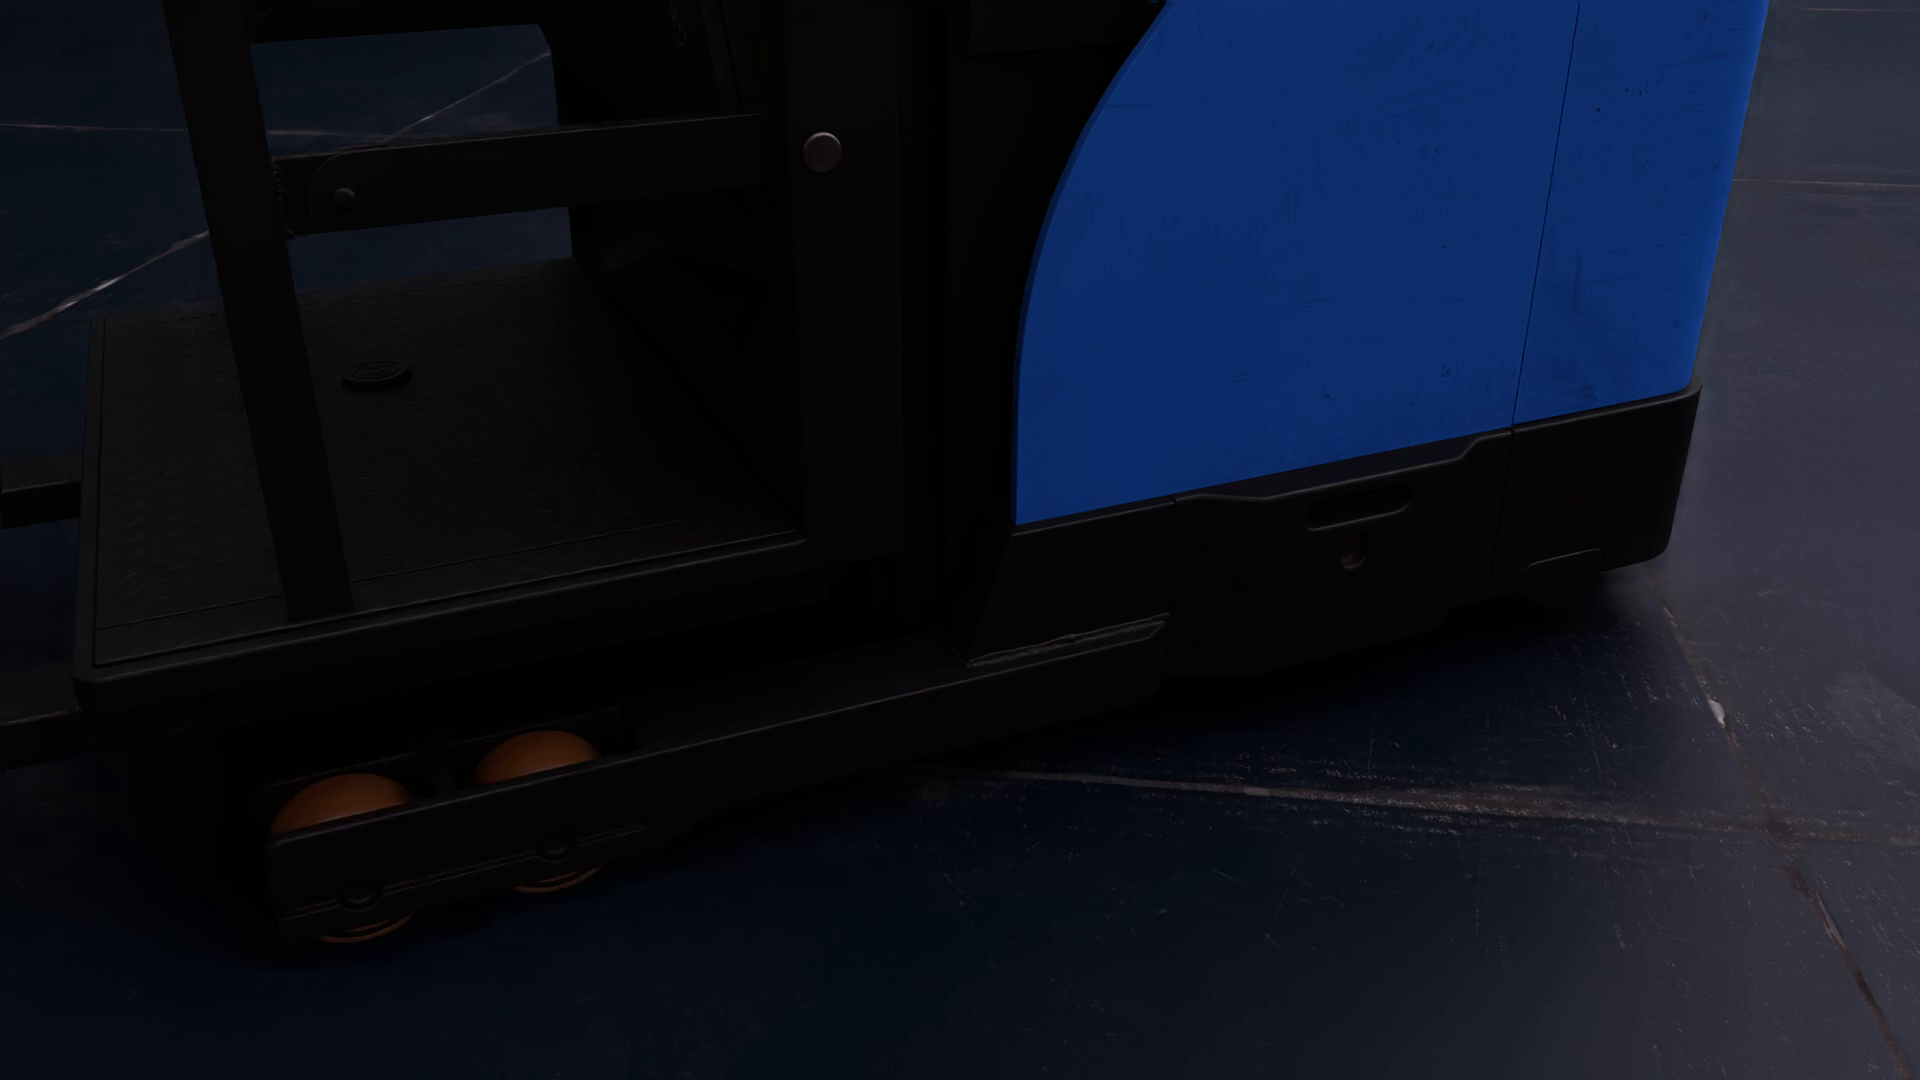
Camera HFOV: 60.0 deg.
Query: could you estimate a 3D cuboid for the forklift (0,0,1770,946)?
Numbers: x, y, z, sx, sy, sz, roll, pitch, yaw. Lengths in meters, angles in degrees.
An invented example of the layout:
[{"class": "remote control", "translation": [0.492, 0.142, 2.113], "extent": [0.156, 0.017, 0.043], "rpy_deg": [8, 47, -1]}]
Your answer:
[{"class": "forklift", "translation": [-0.562, -1.173, 1.568], "extent": [3.031, 2.935, 1.130], "rpy_deg": [-11, 29, -22]}]
